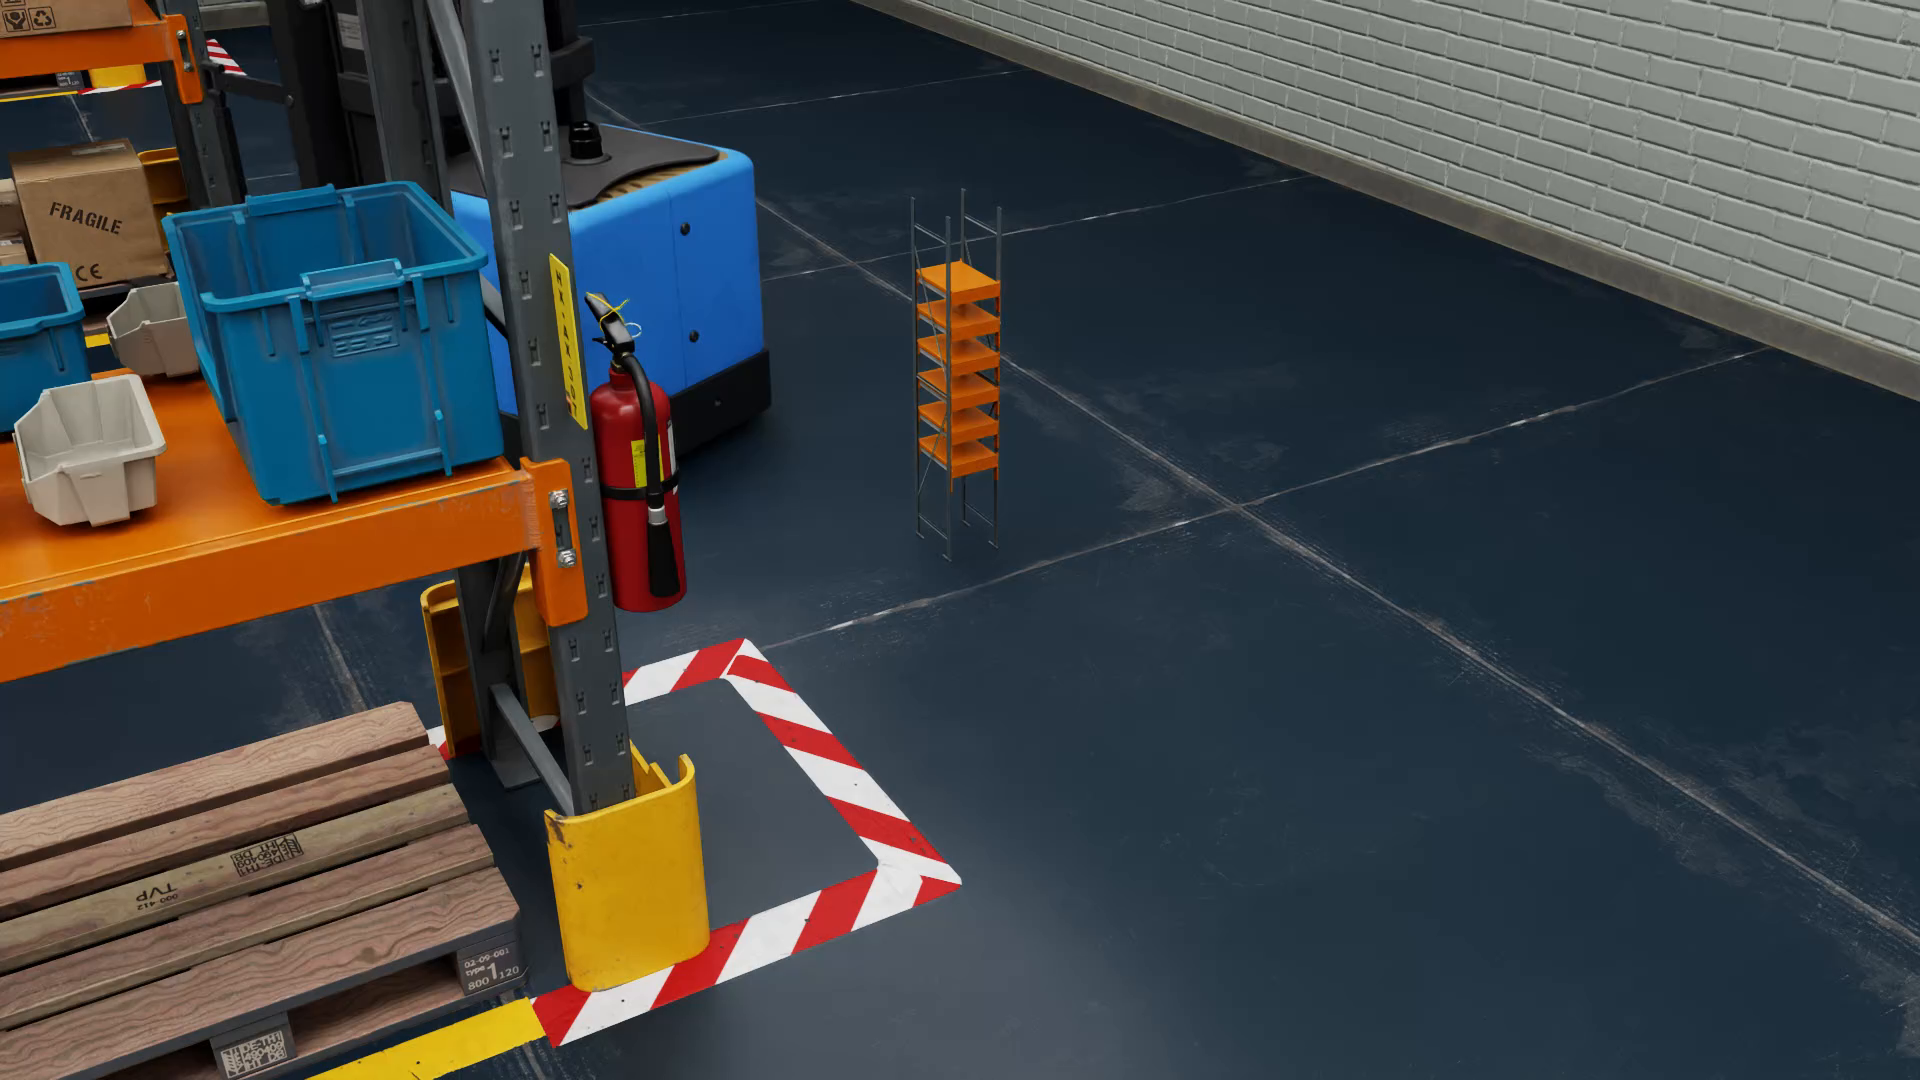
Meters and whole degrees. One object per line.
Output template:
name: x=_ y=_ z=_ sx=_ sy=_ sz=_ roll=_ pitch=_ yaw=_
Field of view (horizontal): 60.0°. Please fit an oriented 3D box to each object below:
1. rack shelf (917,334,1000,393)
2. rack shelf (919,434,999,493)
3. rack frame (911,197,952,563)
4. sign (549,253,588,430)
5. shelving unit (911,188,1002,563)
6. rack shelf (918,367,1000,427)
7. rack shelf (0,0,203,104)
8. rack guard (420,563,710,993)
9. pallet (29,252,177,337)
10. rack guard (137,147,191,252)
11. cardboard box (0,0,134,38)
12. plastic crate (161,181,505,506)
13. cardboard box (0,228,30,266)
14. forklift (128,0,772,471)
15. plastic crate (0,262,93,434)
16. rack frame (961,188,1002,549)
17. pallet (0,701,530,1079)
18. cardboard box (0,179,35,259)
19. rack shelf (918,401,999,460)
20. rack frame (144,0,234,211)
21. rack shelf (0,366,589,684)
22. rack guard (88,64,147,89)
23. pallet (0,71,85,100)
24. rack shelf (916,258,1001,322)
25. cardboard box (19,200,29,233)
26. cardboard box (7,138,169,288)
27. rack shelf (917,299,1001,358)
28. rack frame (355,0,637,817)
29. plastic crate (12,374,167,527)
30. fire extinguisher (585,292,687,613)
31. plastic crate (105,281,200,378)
rack shelf: x=-0.012 y=-0.588 z=5.417 sx=0.180 sy=0.103 sz=0.258 roll=-16 pitch=33 yaw=-26
rack shelf: x=-0.012 y=-0.273 z=5.591 sx=0.180 sy=0.103 sz=0.258 roll=-16 pitch=33 yaw=-26
rack frame: x=-0.091 y=-0.499 z=5.413 sx=0.006 sy=1.200 sz=0.240 roll=-16 pitch=33 yaw=-26
sign: x=-0.743 y=-0.374 z=3.154 sx=0.005 sy=0.325 sz=0.100 roll=-16 pitch=33 yaw=-26
shelving unit: x=-0.012 y=-0.522 z=5.454 sx=0.189 sy=1.200 sz=0.258 roll=-16 pitch=33 yaw=-26
rack shelf: x=-0.012 y=-0.483 z=5.475 sx=0.180 sy=0.103 sz=0.258 roll=-16 pitch=33 yaw=-26
rack shelf: x=-5.266 y=-1.788 z=6.629 sx=4.000 sy=0.370 sz=1.077 roll=-16 pitch=33 yaw=-26
rack guard: x=-1.021 y=0.555 z=4.226 sx=0.348 sy=0.500 sz=1.175 roll=-16 pitch=33 yaw=-26
pallet: x=-4.294 y=-1.157 z=7.628 sx=1.213 sy=0.211 sz=1.003 roll=-16 pitch=33 yaw=-26
rack guard: x=-3.607 y=-1.479 z=7.913 sx=0.348 sy=0.500 sz=1.175 roll=-16 pitch=33 yaw=-26
cardboard box: x=-3.790 y=-2.413 z=6.914 sx=0.500 sy=0.500 sz=0.500 roll=-15 pitch=32 yaw=-25
plastic crate: x=-1.229 y=-0.410 z=3.289 sx=0.499 sy=0.435 sz=0.616 roll=-16 pitch=33 yaw=-26
cardboard box: x=-4.280 y=-1.247 z=7.382 sx=0.250 sy=0.166 sz=0.380 roll=-16 pitch=33 yaw=-26
forklift: x=-2.253 y=-1.970 z=6.287 sx=3.031 sy=2.935 sz=1.130 roll=18 pitch=34 yaw=29
plastic crate: x=-1.983 y=-0.396 z=3.475 sx=0.300 sy=0.233 sz=0.416 roll=-16 pitch=33 yaw=-26
rack frame: x=0.066 y=-0.544 z=5.494 sx=0.006 sy=1.200 sz=0.240 roll=-16 pitch=33 yaw=-26
pallet: x=-1.766 y=0.879 z=3.939 sx=1.213 sy=0.211 sz=1.003 roll=-16 pitch=33 yaw=-26
cardboard box: x=-4.585 y=-1.443 z=7.652 sx=0.500 sy=0.250 sz=0.500 roll=-16 pitch=33 yaw=-26
rack shelf: x=-0.012 y=-0.378 z=5.533 sx=0.180 sy=0.103 sz=0.258 roll=-16 pitch=33 yaw=-26
rack frame: x=-3.542 y=-2.592 z=7.342 sx=0.127 sy=3.000 sz=1.000 roll=-16 pitch=33 yaw=-26
rack shelf: x=-2.760 y=0.277 z=2.888 sx=4.000 sy=0.370 sz=1.077 roll=-16 pitch=33 yaw=-26
rack guard: x=-6.034 y=-3.566 z=11.695 sx=0.348 sy=0.500 sz=1.175 roll=-16 pitch=33 yaw=-26
pallet: x=-6.704 y=-3.205 z=11.340 sx=1.213 sy=0.211 sz=1.003 roll=-16 pitch=33 yaw=-26
rack shelf: x=-0.012 y=-0.798 z=5.301 sx=0.180 sy=0.103 sz=0.258 roll=-16 pitch=33 yaw=-26
cardboard box: x=-4.292 y=-1.524 z=7.883 sx=0.250 sy=0.166 sz=0.380 roll=-16 pitch=33 yaw=-26
cardboard box: x=-3.886 y=-1.455 z=7.413 sx=0.500 sy=0.500 sz=0.500 roll=-16 pitch=33 yaw=-26
rack shelf: x=-0.012 y=-0.693 z=5.359 sx=0.180 sy=0.103 sz=0.258 roll=-16 pitch=33 yaw=-26
rack frame: x=-1.035 y=-0.528 z=3.602 sx=0.127 sy=3.000 sz=1.000 roll=-16 pitch=33 yaw=-26
plastic crate: x=-1.647 y=-0.163 z=3.153 sx=0.243 sy=0.136 sz=0.396 roll=-16 pitch=33 yaw=-26
fire extinguisher: x=-0.675 y=-0.178 z=3.434 sx=0.183 sy=0.674 sz=0.296 roll=-16 pitch=33 yaw=-26
plastic crate: x=-1.734 y=-0.471 z=3.710 sx=0.298 sy=0.136 sz=0.250 roll=-16 pitch=33 yaw=-26
